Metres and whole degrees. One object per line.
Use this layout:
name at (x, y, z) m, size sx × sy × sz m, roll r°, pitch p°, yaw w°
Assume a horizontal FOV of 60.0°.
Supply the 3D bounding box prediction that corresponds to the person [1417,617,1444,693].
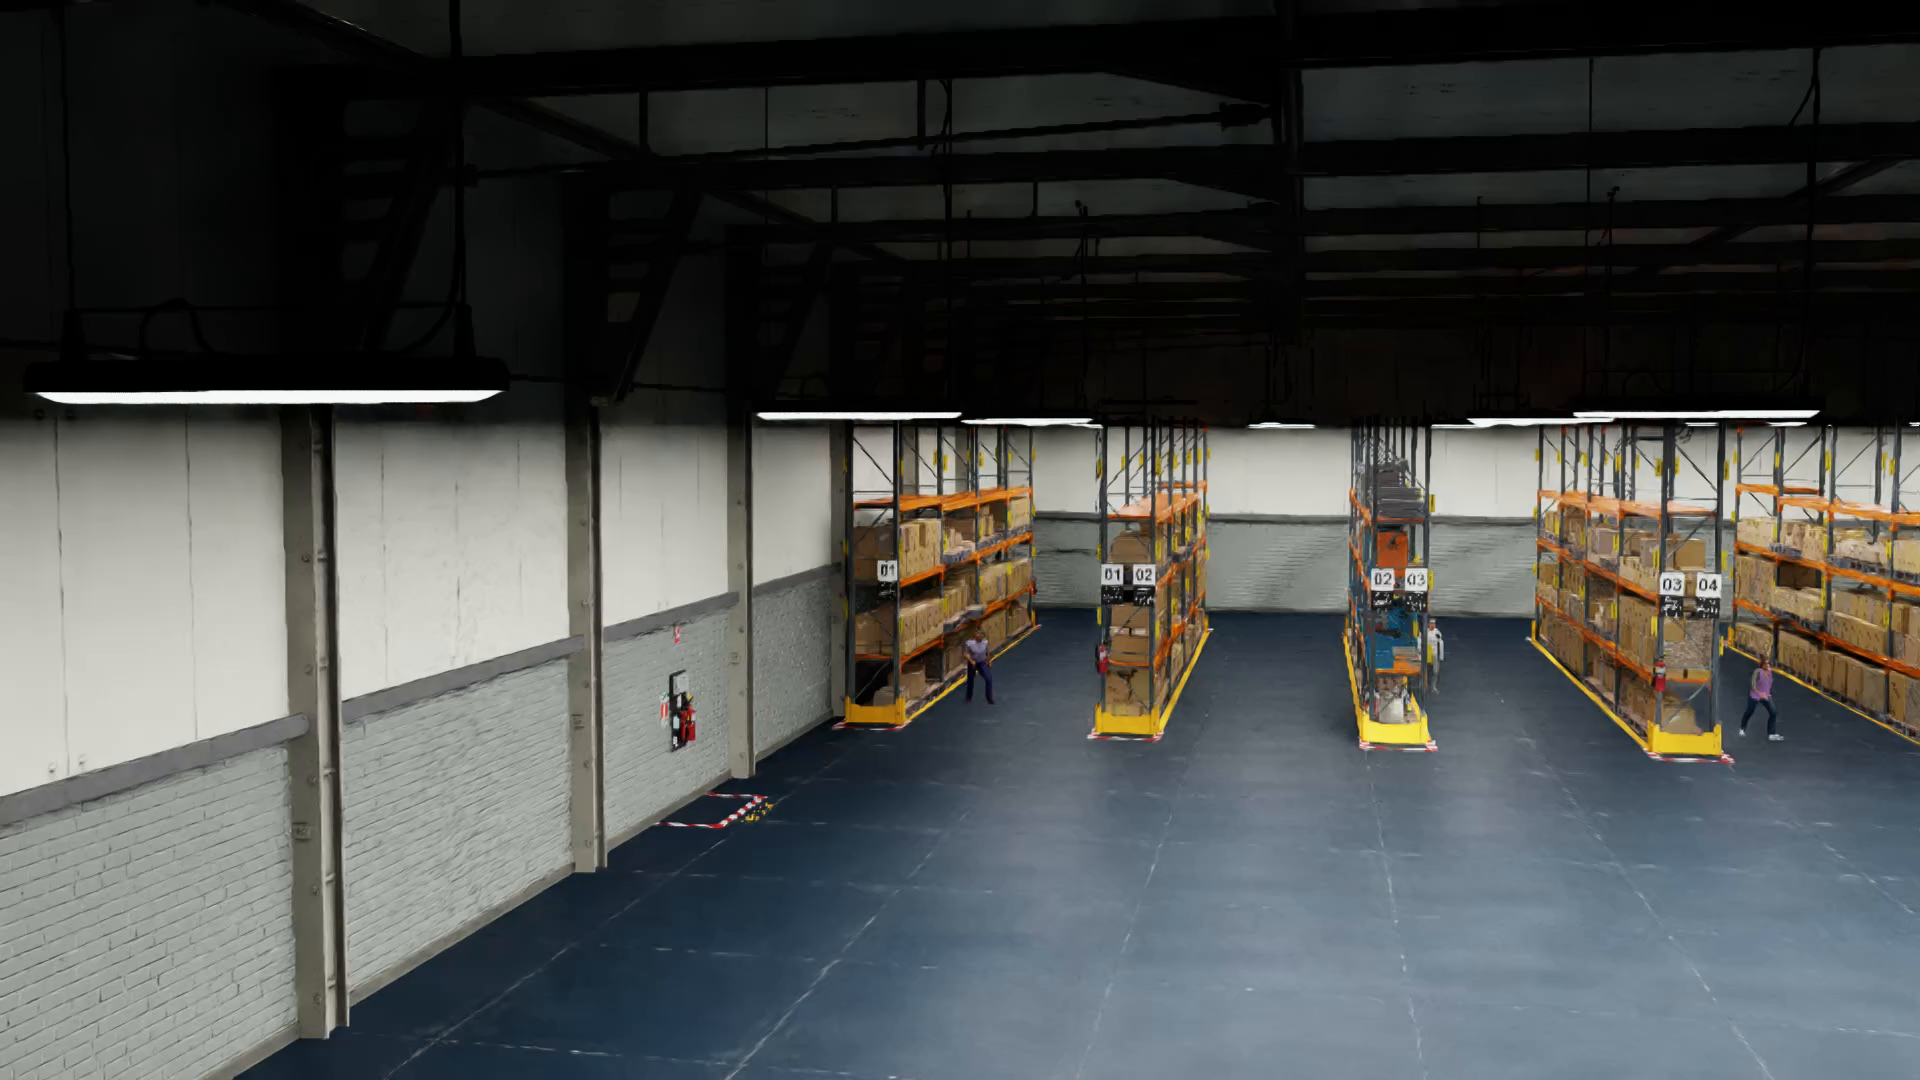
person at (10.255, 2.484, 36.359) m, size 0.616 × 1.642 × 0.657 m, roll 0°, pitch 4°, yaw 4°

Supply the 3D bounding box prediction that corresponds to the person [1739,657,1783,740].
person at (14.814, 2.894, 30.795) m, size 0.554 × 1.525 × 0.786 m, roll 0°, pitch 4°, yaw -6°

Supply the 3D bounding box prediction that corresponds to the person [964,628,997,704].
person at (0.396, 2.611, 34.759) m, size 0.660 × 1.585 × 0.785 m, roll -1°, pitch 4°, yaw -9°
